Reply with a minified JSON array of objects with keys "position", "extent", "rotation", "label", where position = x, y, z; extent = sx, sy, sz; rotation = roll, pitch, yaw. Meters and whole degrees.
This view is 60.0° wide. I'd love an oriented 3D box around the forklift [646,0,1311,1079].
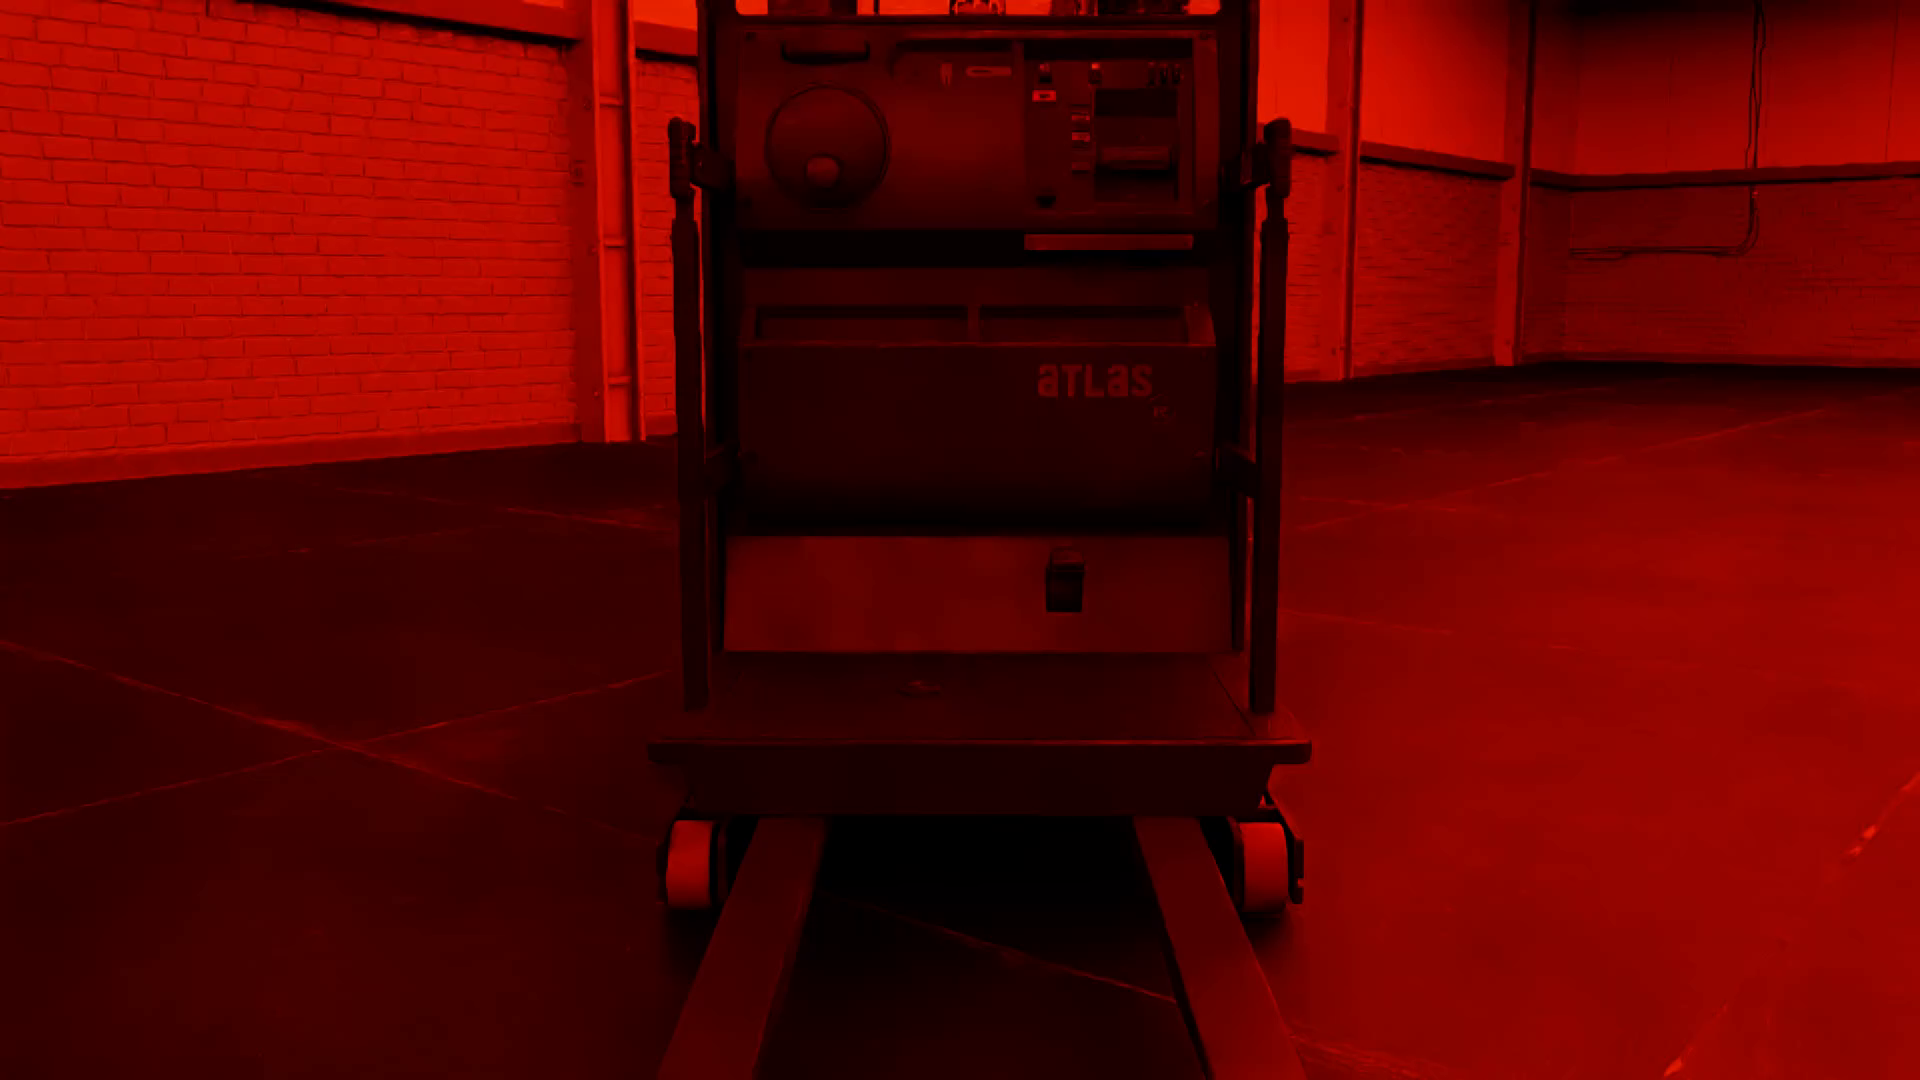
[{"position":[0.033,-0.838,3.010],"extent":[1.130,2.935,3.031],"rotation":[0,8,0],"label":"forklift"}]
